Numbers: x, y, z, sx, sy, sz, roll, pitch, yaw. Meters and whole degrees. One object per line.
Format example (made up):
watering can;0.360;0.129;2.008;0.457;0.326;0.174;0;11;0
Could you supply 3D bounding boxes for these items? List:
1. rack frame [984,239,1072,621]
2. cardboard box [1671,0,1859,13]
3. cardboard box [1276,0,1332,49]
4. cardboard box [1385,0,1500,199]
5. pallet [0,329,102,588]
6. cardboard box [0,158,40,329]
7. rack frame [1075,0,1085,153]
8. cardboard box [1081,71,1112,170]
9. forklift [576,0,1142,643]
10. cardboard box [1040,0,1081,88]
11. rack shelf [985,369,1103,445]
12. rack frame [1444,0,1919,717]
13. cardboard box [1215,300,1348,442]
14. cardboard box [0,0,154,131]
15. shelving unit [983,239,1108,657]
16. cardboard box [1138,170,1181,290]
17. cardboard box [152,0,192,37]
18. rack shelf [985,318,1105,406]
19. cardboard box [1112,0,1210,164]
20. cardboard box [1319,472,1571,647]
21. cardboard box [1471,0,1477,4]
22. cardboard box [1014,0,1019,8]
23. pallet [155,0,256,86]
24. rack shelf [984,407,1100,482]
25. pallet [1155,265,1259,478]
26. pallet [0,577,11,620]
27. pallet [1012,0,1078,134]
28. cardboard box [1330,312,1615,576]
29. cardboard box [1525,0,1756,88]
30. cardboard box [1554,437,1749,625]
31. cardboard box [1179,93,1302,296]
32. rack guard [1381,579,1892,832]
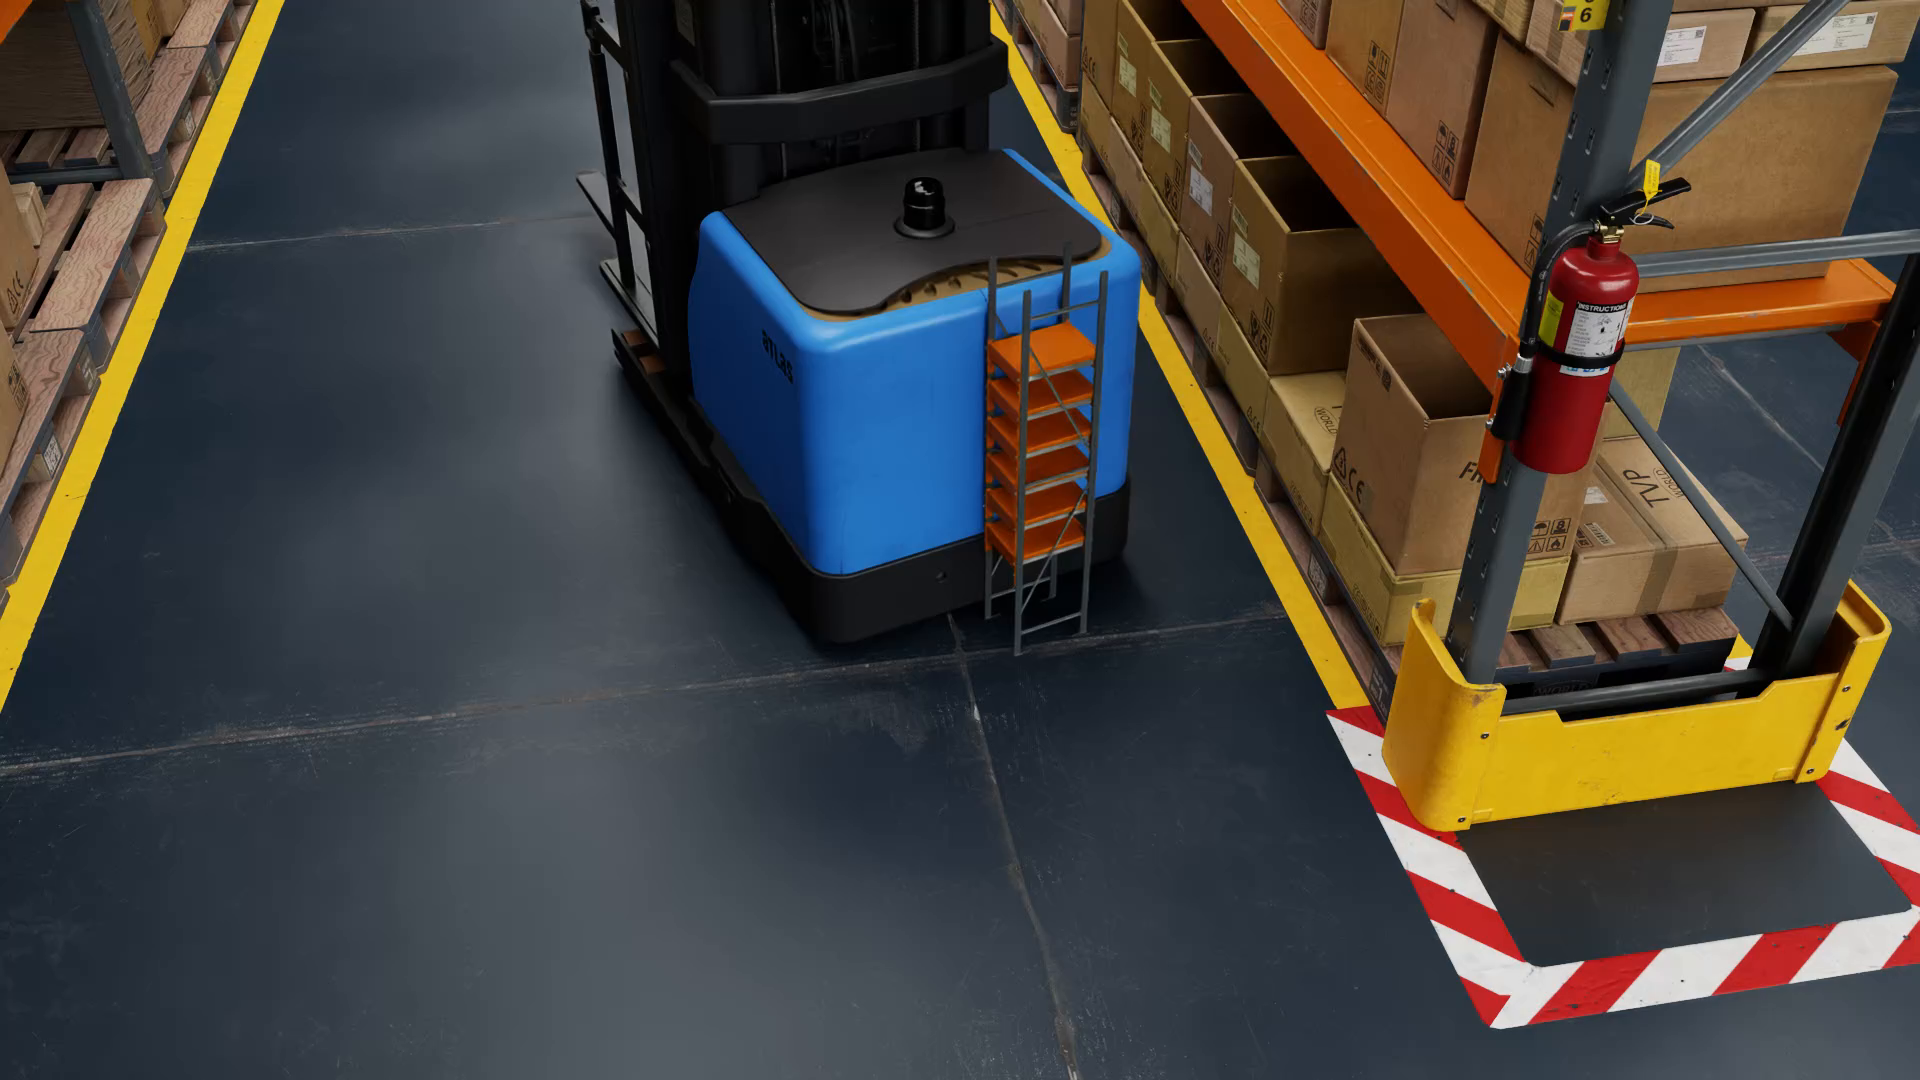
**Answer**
rack frame;0.181;-0.269;4.618;0.240;1.200;0.006;-17;41;-21
cardboard box;1.653;-1.475;3.565;0.700;0.500;0.500;-6;38;-8
cardboard box;1.389;-1.866;5.125;0.700;0.500;0.500;-5;38;-7
cardboard box;1.566;-1.247;4.329;0.700;0.500;0.500;-5;38;-7
pallet;-3.476;-0.247;5.396;1.003;0.211;1.213;-6;38;-8
cardboard box;-3.624;-1.053;5.839;0.500;0.500;0.500;-9;39;-11
rack frame;1.031;-3.024;6.697;1.000;3.000;0.127;-6;38;-8
cardboard box;0.814;-1.791;7.010;0.500;0.250;0.500;-6;38;-8
forklift;-0.597;-1.758;5.124;1.130;2.935;3.031;-17;41;-21
cardboard box;0.673;-2.323;7.694;0.500;0.250;0.500;-7;38;-8
rack shelf;0.222;-0.373;4.433;0.258;0.103;0.180;-17;41;-21
rack frame;1.732;-0.608;3.588;1.000;3.000;0.127;-6;38;-8
cardboard box;1.158;-0.583;5.454;0.500;0.250;0.500;-6;38;-8
cardboard box;-3.991;-2.118;7.211;0.700;0.500;0.500;-5;38;-6
shelving unit;0.222;-0.218;4.553;0.258;1.200;0.189;-17;41;-21
cardboard box;0.979;-1.186;6.231;0.500;0.250;0.500;-6;38;-8
cardboard box;-4.181;-2.738;8.008;0.700;0.500;0.500;-6;38;-7
rack shelf;0.222;-0.468;4.359;0.258;0.103;0.180;-17;41;-21
cardboard box;0.899;-1.785;6.391;0.500;0.500;0.500;-6;38;-8
cardboard box;1.347;0.020;4.678;0.500;0.250;0.500;-6;38;-8
cardboard box;1.385;-1.426;4.031;0.380;0.149;0.250;-7;38;-9
cardboard box;0.496;-2.938;8.486;0.500;0.250;0.500;-5;38;-7
pallet;-4.201;-2.596;8.420;1.003;0.211;1.213;-6;38;-8
rack shelf;0.222;-0.278;4.507;0.258;0.103;0.180;-17;41;-21
pallet;1.346;-0.700;5.978;1.003;0.211;1.213;-6;38;-8
pallet;-3.265;0.488;4.450;1.003;0.211;1.213;-6;38;-8
pallet;0.863;-2.364;8.120;1.003;0.211;1.213;-6;38;-8
cardboard box;1.345;-0.276;4.448;0.500;0.500;0.500;-6;38;-8
cardboard box;1.477;-1.114;3.629;0.380;0.149;0.250;-7;38;-9
cardboard box;1.857;-0.036;4.750;0.500;0.250;0.500;-6;38;-8
cardboard box;1.069;-1.181;5.612;0.500;0.500;0.500;-6;38;-8
rack guard;1.736;0.394;4.336;1.175;0.500;0.348;-6;38;-8
